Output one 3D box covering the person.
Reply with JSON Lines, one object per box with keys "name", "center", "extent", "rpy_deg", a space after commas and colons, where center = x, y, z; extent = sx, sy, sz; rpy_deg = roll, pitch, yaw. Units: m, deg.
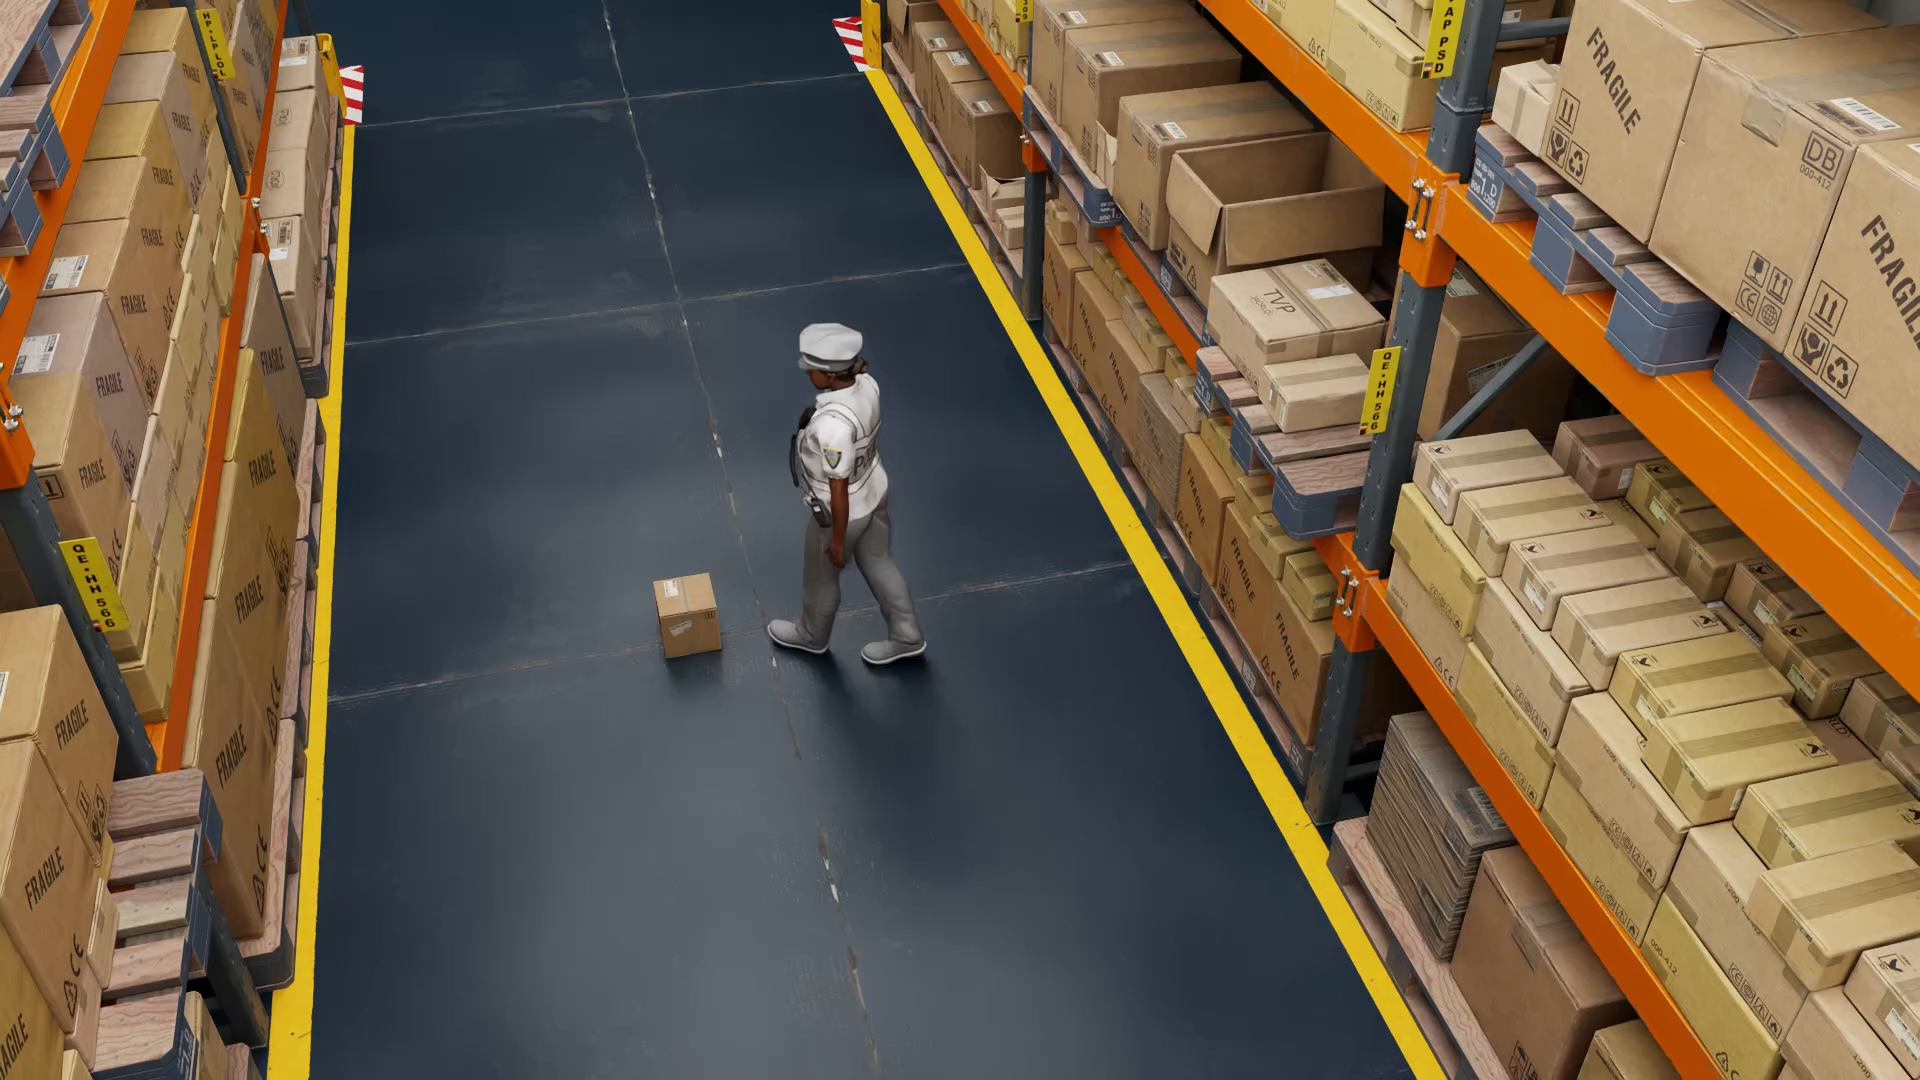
{"name": "person", "center": [-0.514, -0.150, 6.898], "extent": [0.726, 1.650, 0.465], "rpy_deg": [13, 40, 16]}
